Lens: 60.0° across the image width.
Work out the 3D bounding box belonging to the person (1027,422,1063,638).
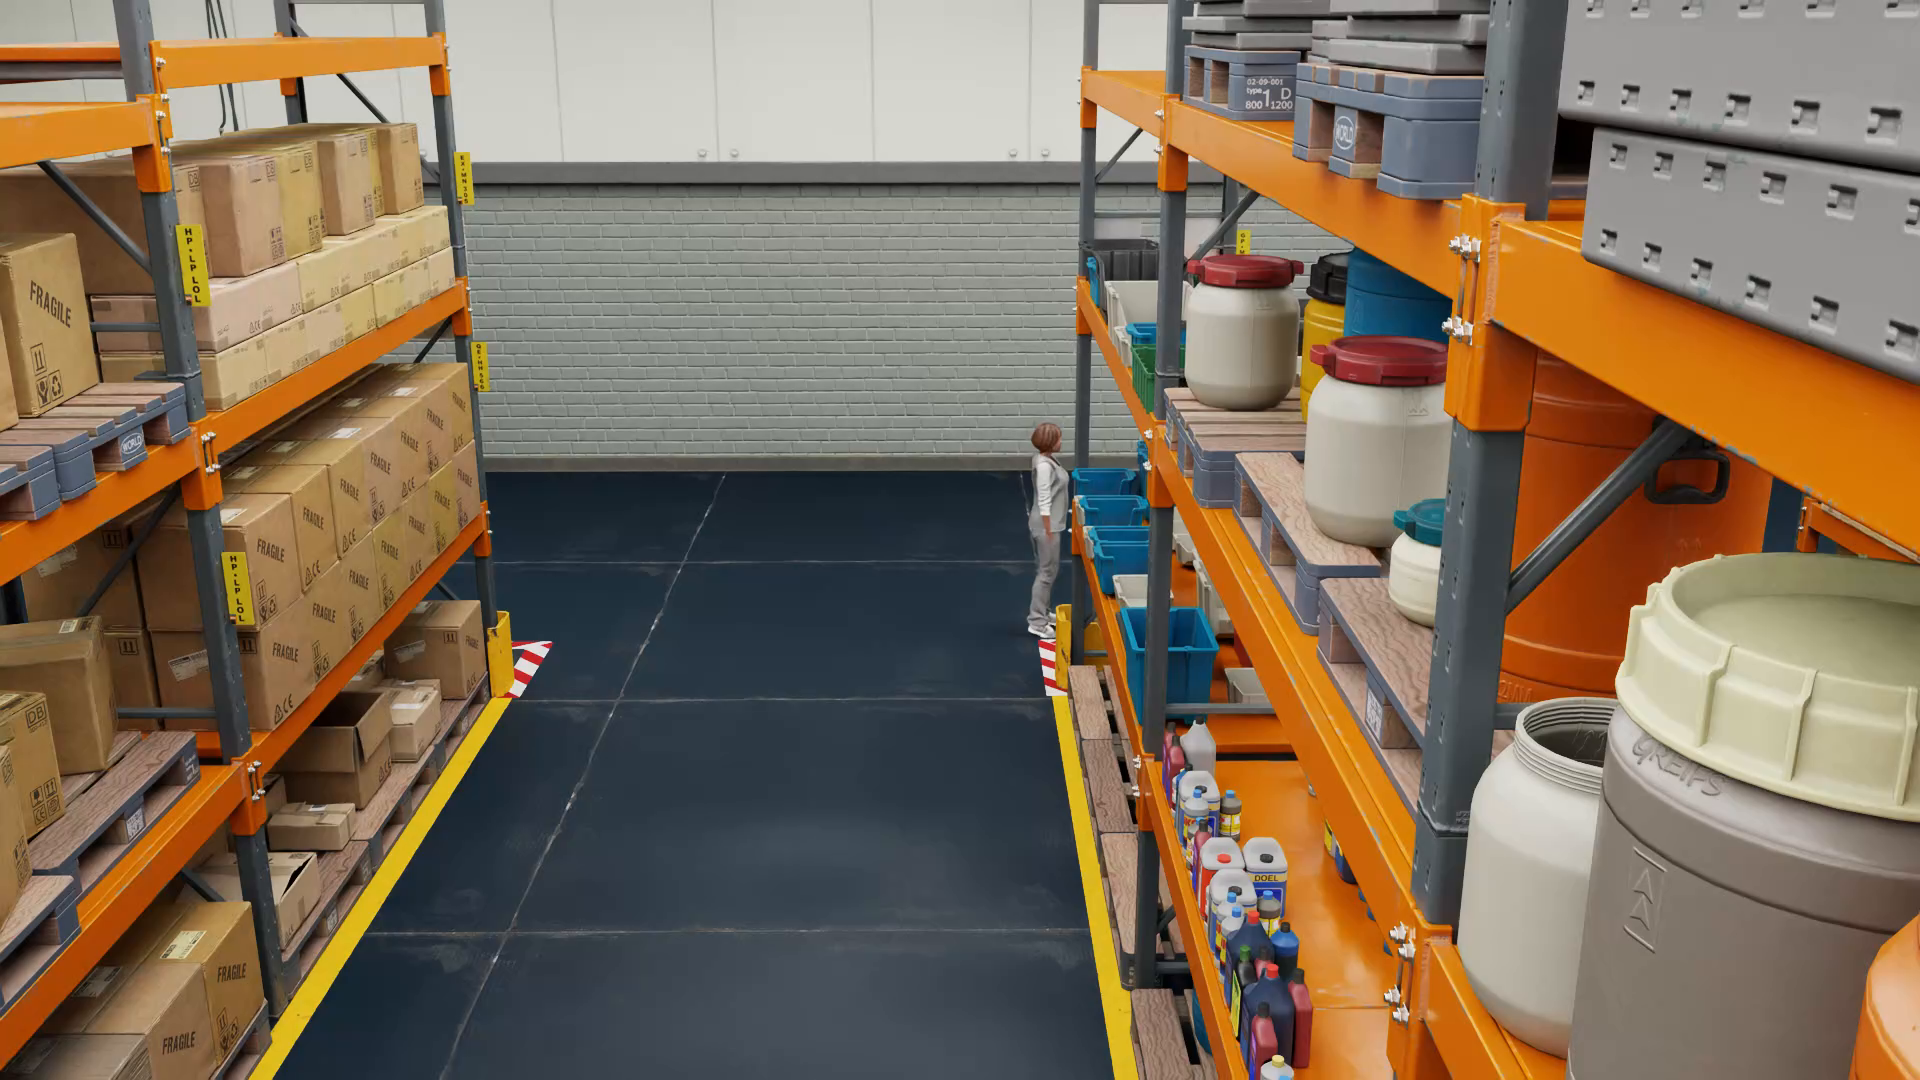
[{"bbox_3d":[0.660,-0.081,12.359,0.306,1.622,0.393,1,17,4],"label":"person"}]
